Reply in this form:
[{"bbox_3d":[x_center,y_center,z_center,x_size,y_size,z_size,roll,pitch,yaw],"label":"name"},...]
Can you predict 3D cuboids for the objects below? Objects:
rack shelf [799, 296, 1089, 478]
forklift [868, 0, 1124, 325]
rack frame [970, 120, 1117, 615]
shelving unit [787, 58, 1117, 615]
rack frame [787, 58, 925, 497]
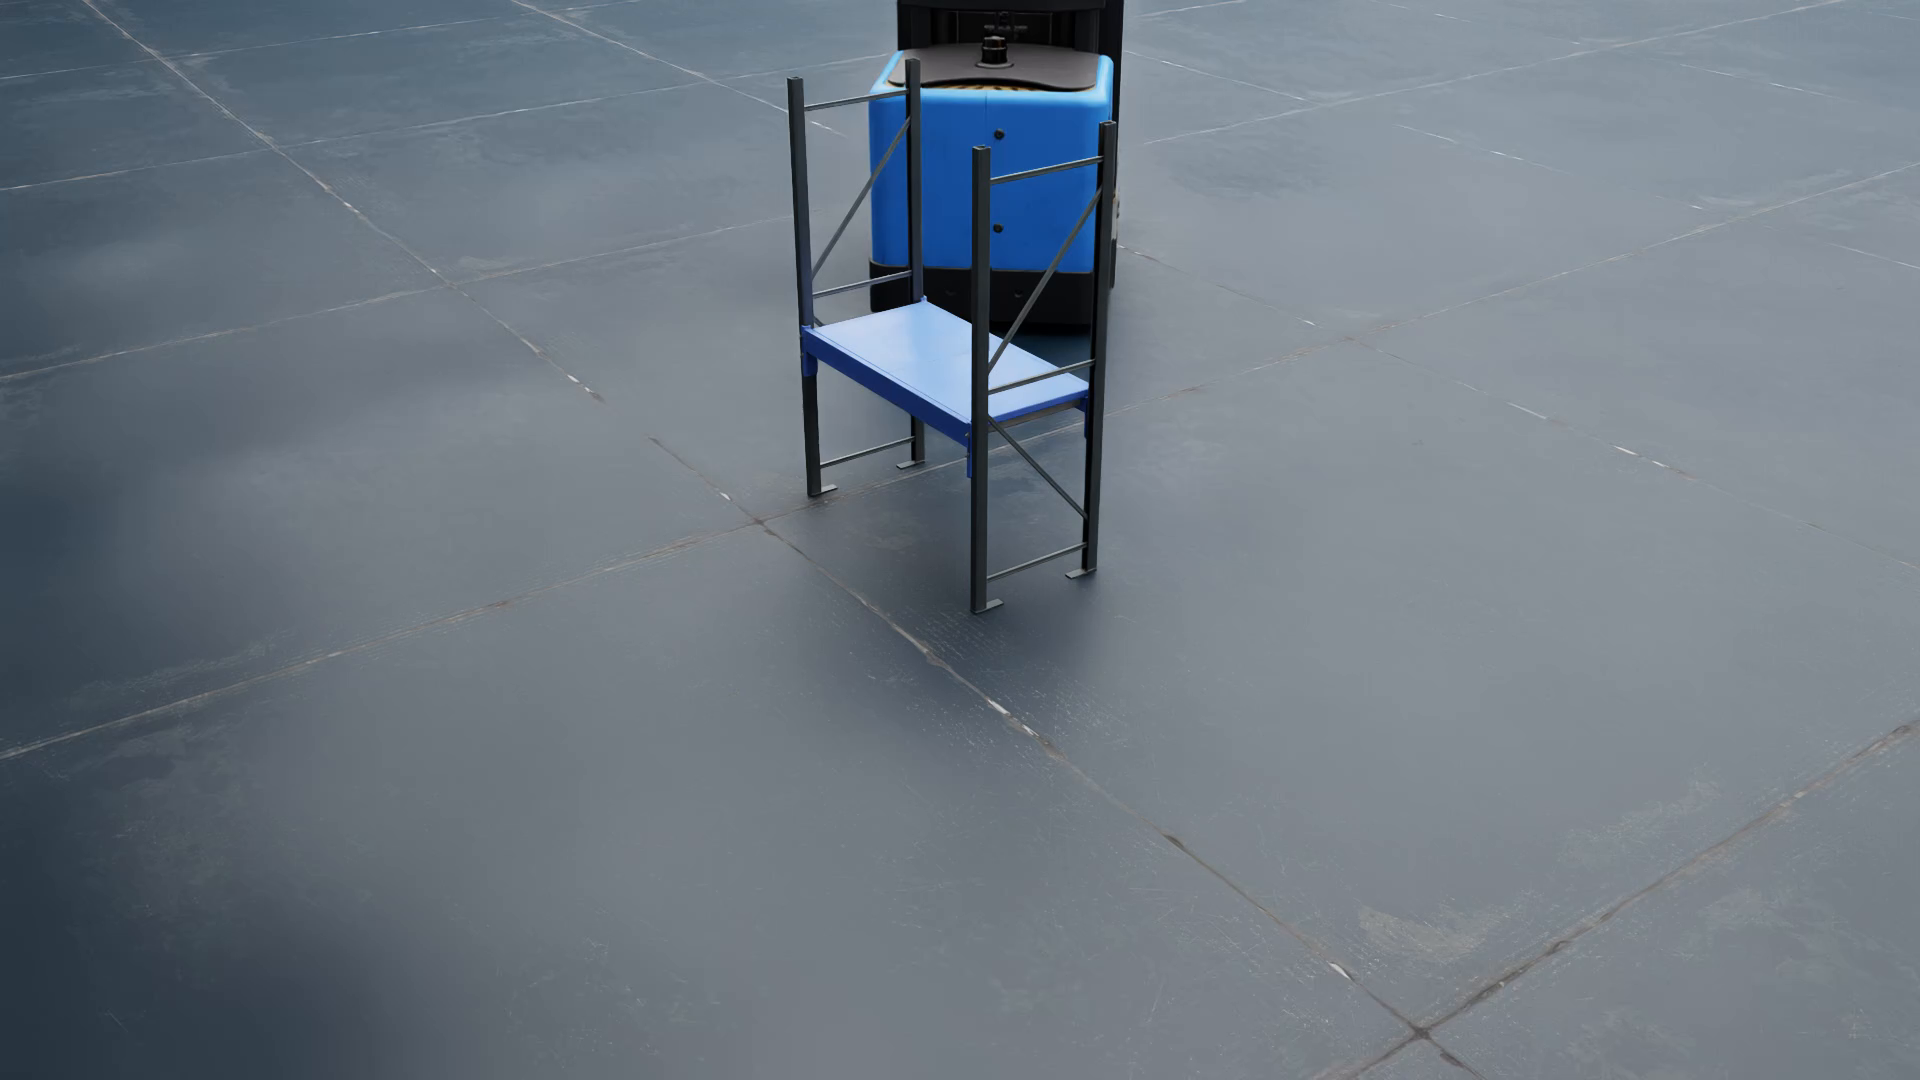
[{"bbox_3d":[-0.049,-0.534,5.539,0.538,0.185,1.000,-19,34,-31],"label":"rack shelf"},{"bbox_3d":[0.268,-2.916,8.048,1.130,2.935,3.031,3,29,5],"label":"forklift"},{"bbox_3d":[0.245,-0.495,5.089,0.500,1.500,0.032,-19,34,-31],"label":"rack frame"},{"bbox_3d":[-0.049,-0.692,5.453,0.538,1.500,1.048,-19,34,-31],"label":"shelving unit"},{"bbox_3d":[-0.344,-0.890,5.817,0.500,1.500,0.032,-19,34,-31],"label":"rack frame"}]
